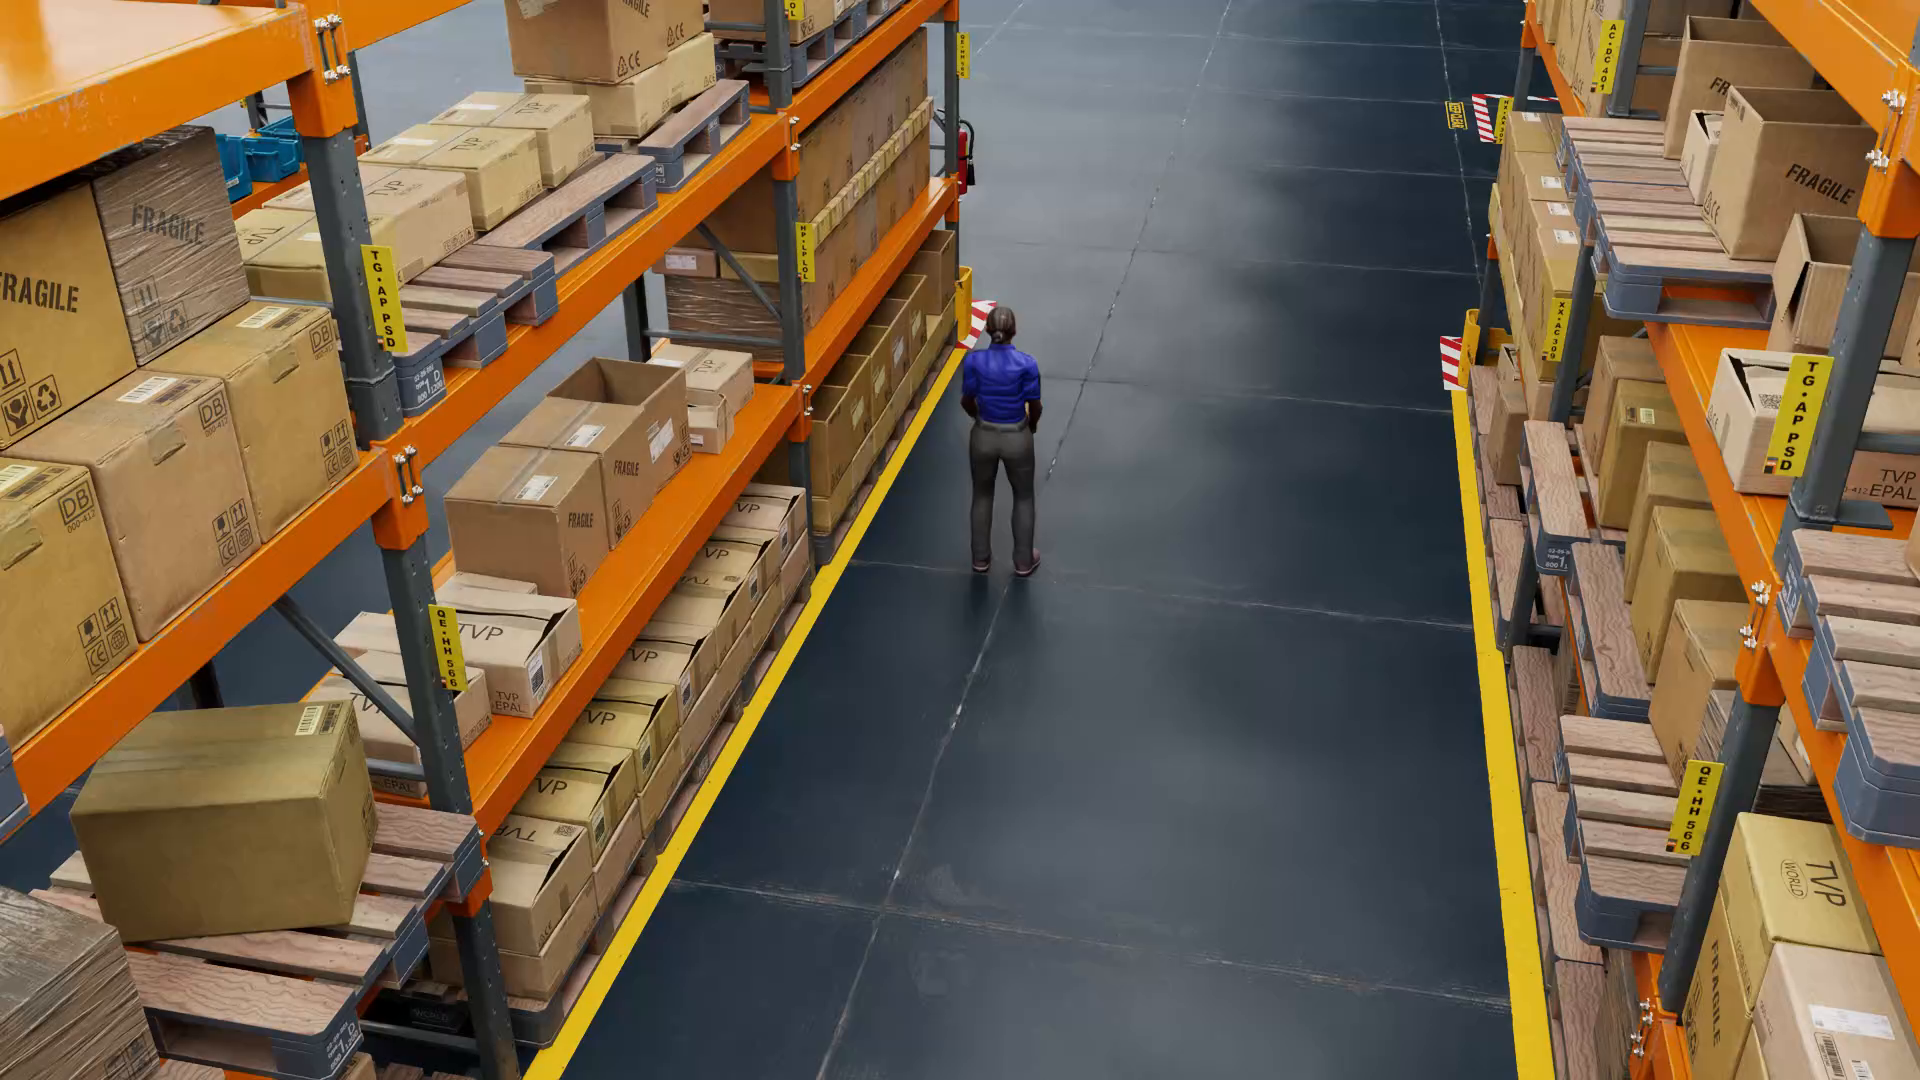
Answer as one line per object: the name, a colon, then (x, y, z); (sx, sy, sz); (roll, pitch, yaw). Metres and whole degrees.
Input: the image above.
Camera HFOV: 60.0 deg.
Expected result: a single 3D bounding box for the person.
person: (0.249, -0.583, 9.676); (0.478, 1.648, 0.405); (5, 29, 10)
